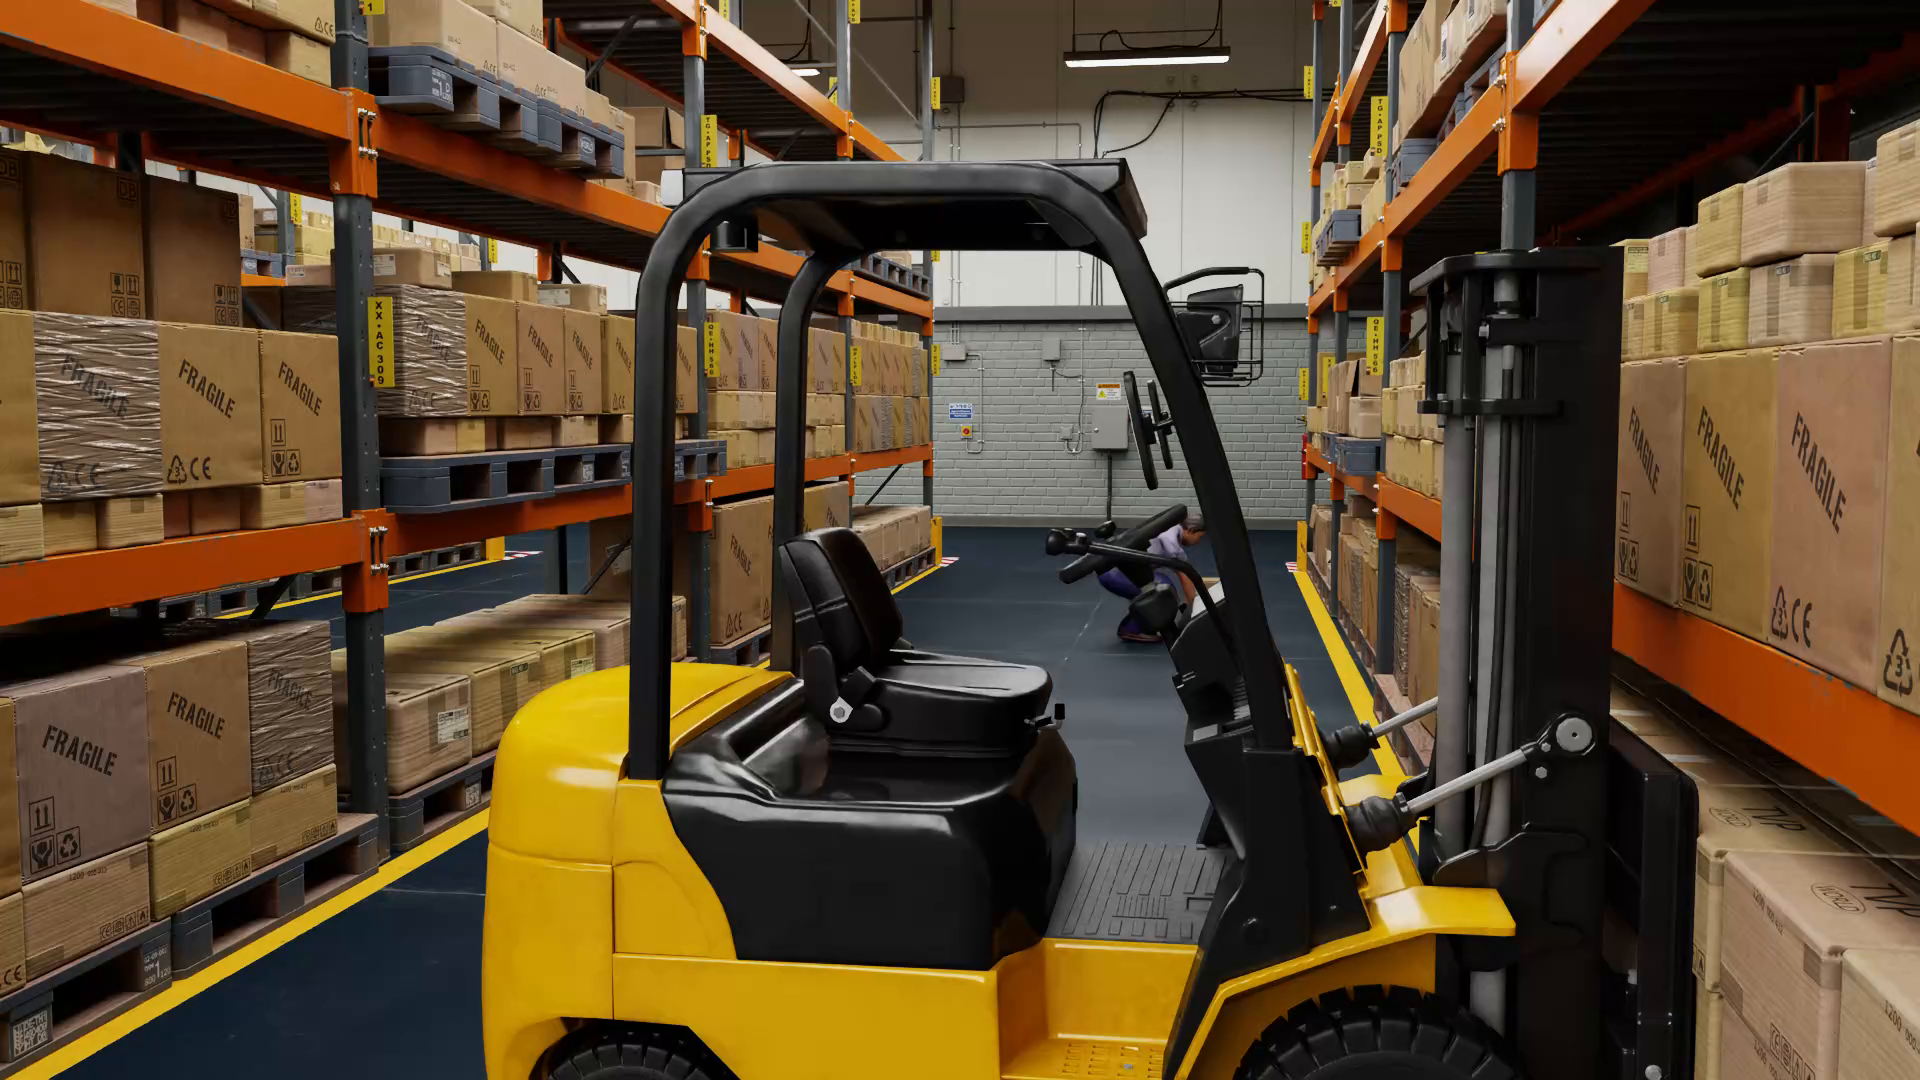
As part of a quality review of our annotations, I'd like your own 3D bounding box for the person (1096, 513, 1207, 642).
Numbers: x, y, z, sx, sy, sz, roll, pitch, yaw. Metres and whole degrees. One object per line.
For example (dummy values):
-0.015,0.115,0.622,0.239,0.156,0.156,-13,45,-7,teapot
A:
1.427,0.271,12.143,0.861,0.937,0.500,1,5,7,person
